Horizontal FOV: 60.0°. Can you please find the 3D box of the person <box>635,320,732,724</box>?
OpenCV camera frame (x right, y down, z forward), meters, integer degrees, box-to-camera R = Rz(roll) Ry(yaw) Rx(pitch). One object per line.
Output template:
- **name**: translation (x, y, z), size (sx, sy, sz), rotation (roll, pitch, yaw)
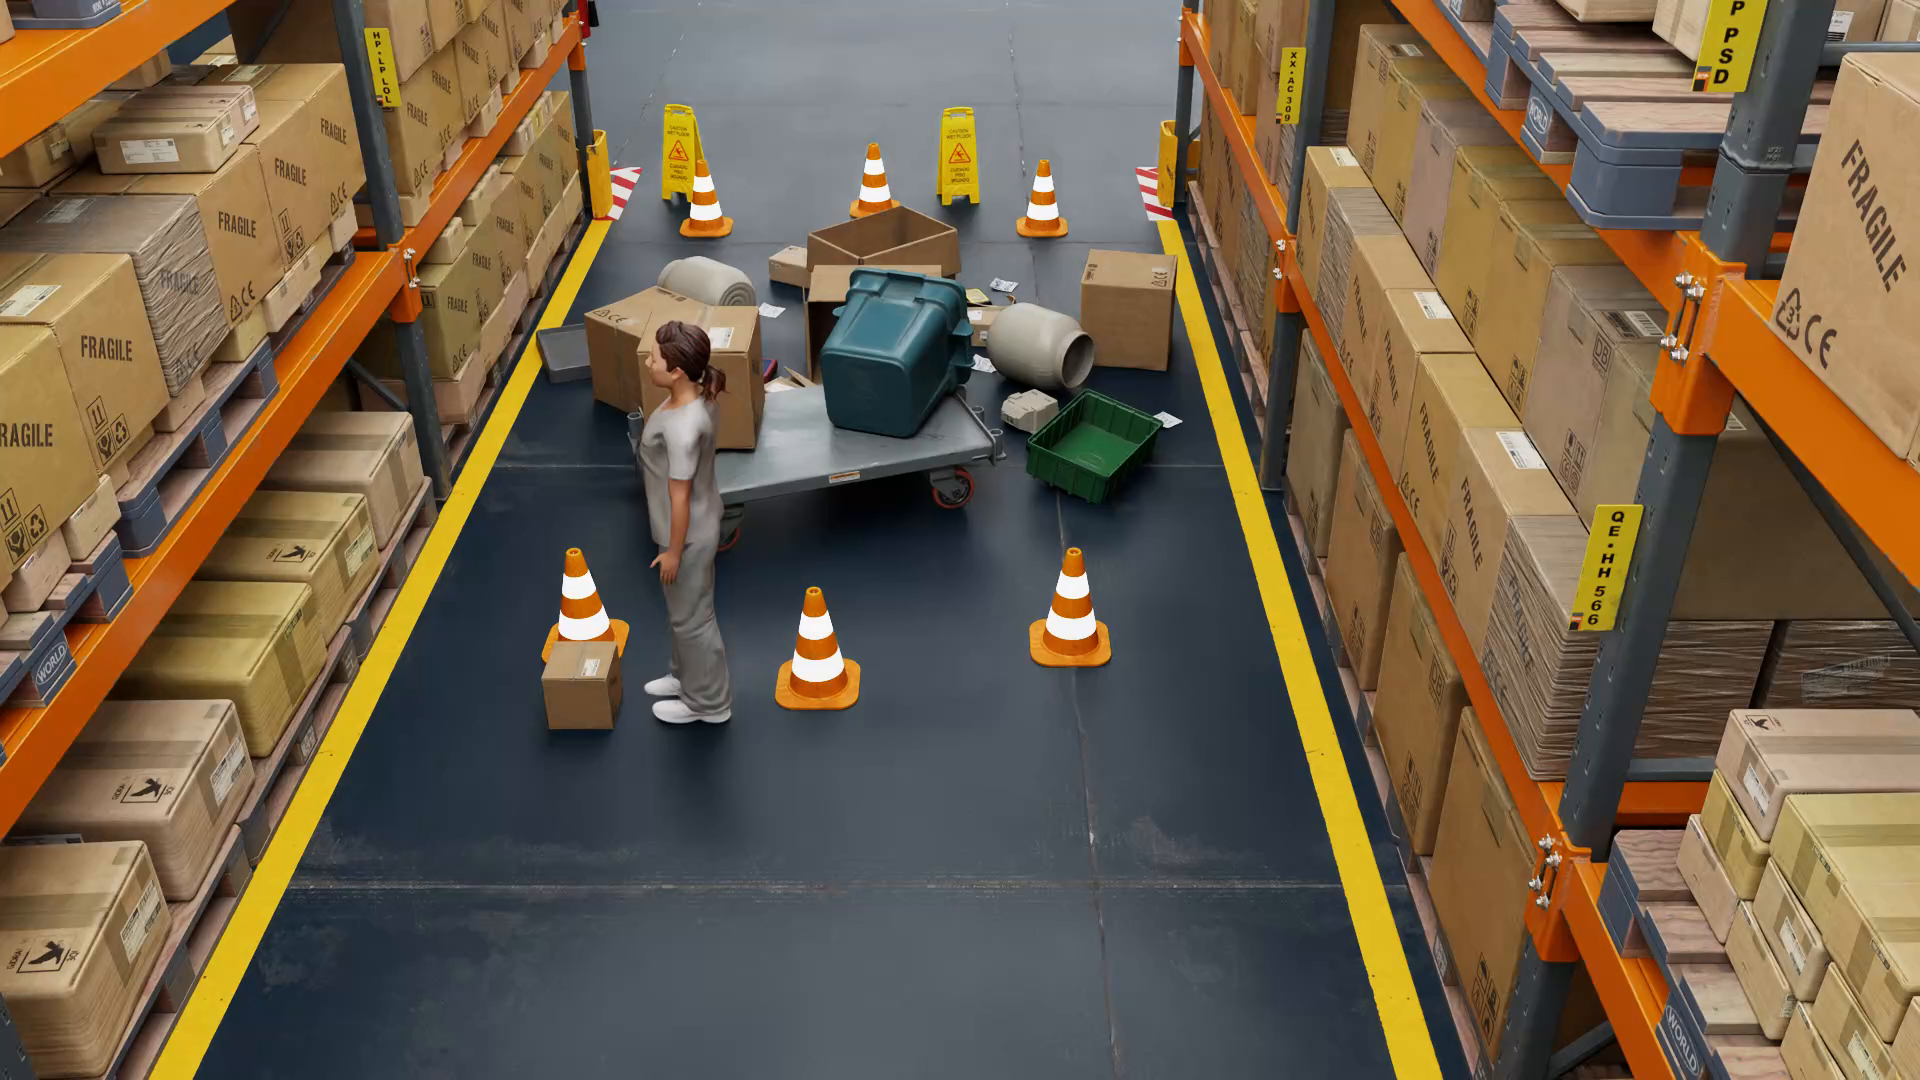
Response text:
- **person**: translation (-1.048, -0.026, 6.193), size (0.469, 1.696, 0.447), rotation (0, 32, 0)
